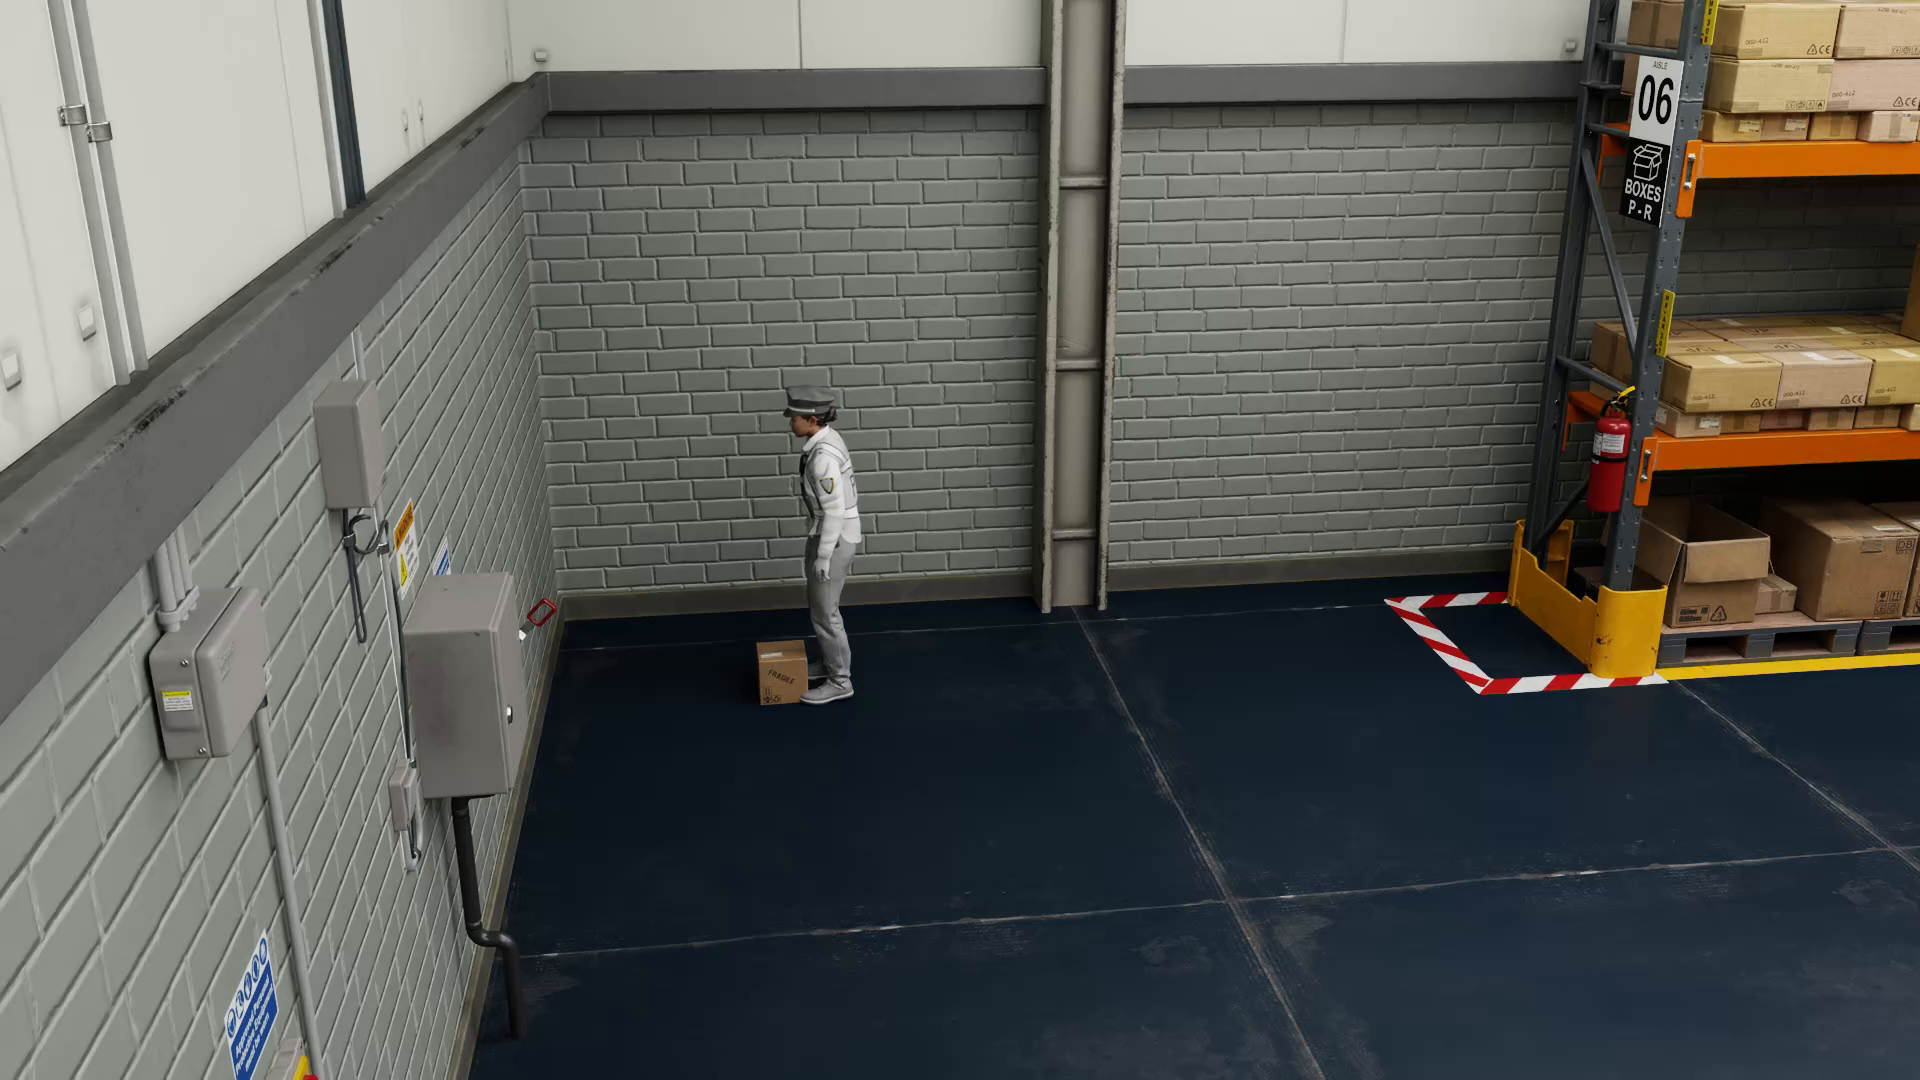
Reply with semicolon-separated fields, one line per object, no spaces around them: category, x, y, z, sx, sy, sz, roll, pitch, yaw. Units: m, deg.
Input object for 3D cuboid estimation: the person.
person;-0.695;0.014;8.530;0.374;1.663;0.526;-3;20;-8
